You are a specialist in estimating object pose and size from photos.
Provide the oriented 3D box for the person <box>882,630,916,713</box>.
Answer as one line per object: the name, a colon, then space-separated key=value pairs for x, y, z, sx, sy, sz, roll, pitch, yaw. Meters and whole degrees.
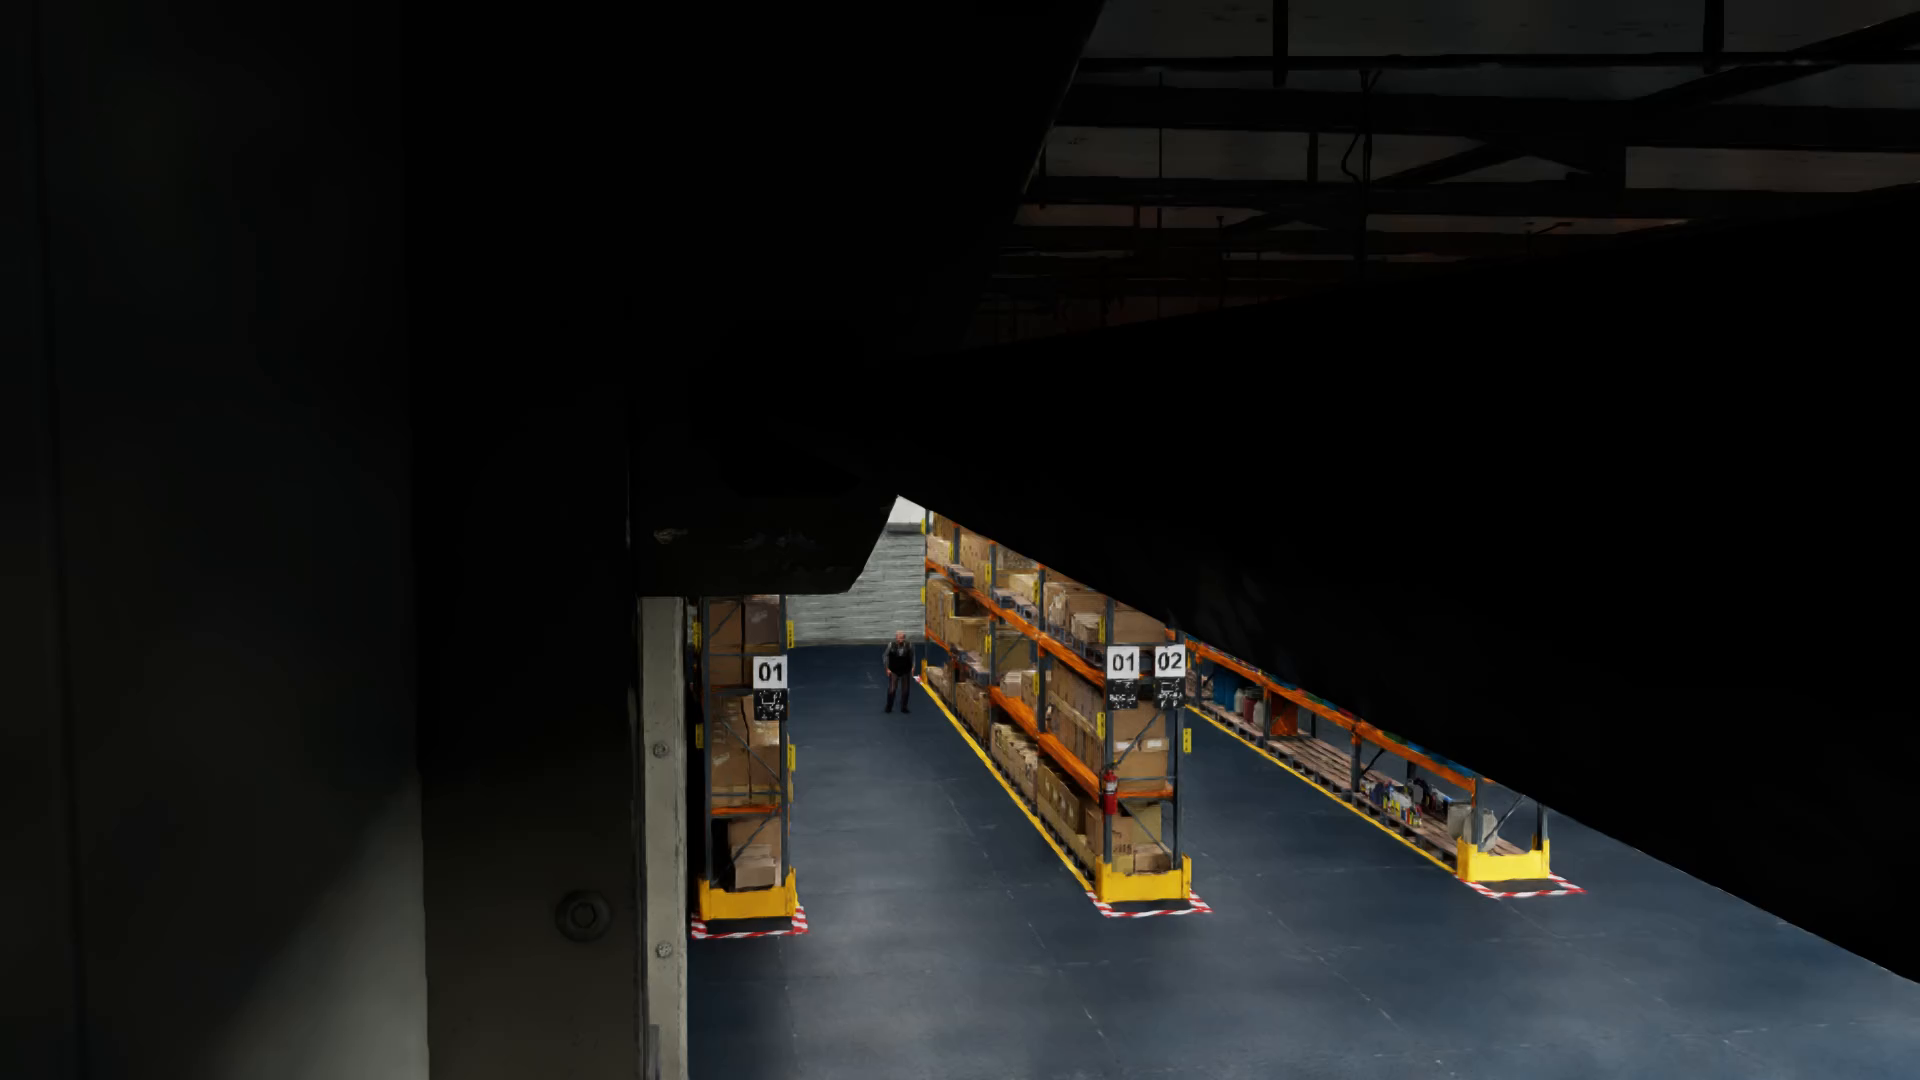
person: x=-1.201 y=2.606 z=32.952 sx=0.677 sy=1.674 sz=0.534 roll=-1 pitch=5 yaw=-11
